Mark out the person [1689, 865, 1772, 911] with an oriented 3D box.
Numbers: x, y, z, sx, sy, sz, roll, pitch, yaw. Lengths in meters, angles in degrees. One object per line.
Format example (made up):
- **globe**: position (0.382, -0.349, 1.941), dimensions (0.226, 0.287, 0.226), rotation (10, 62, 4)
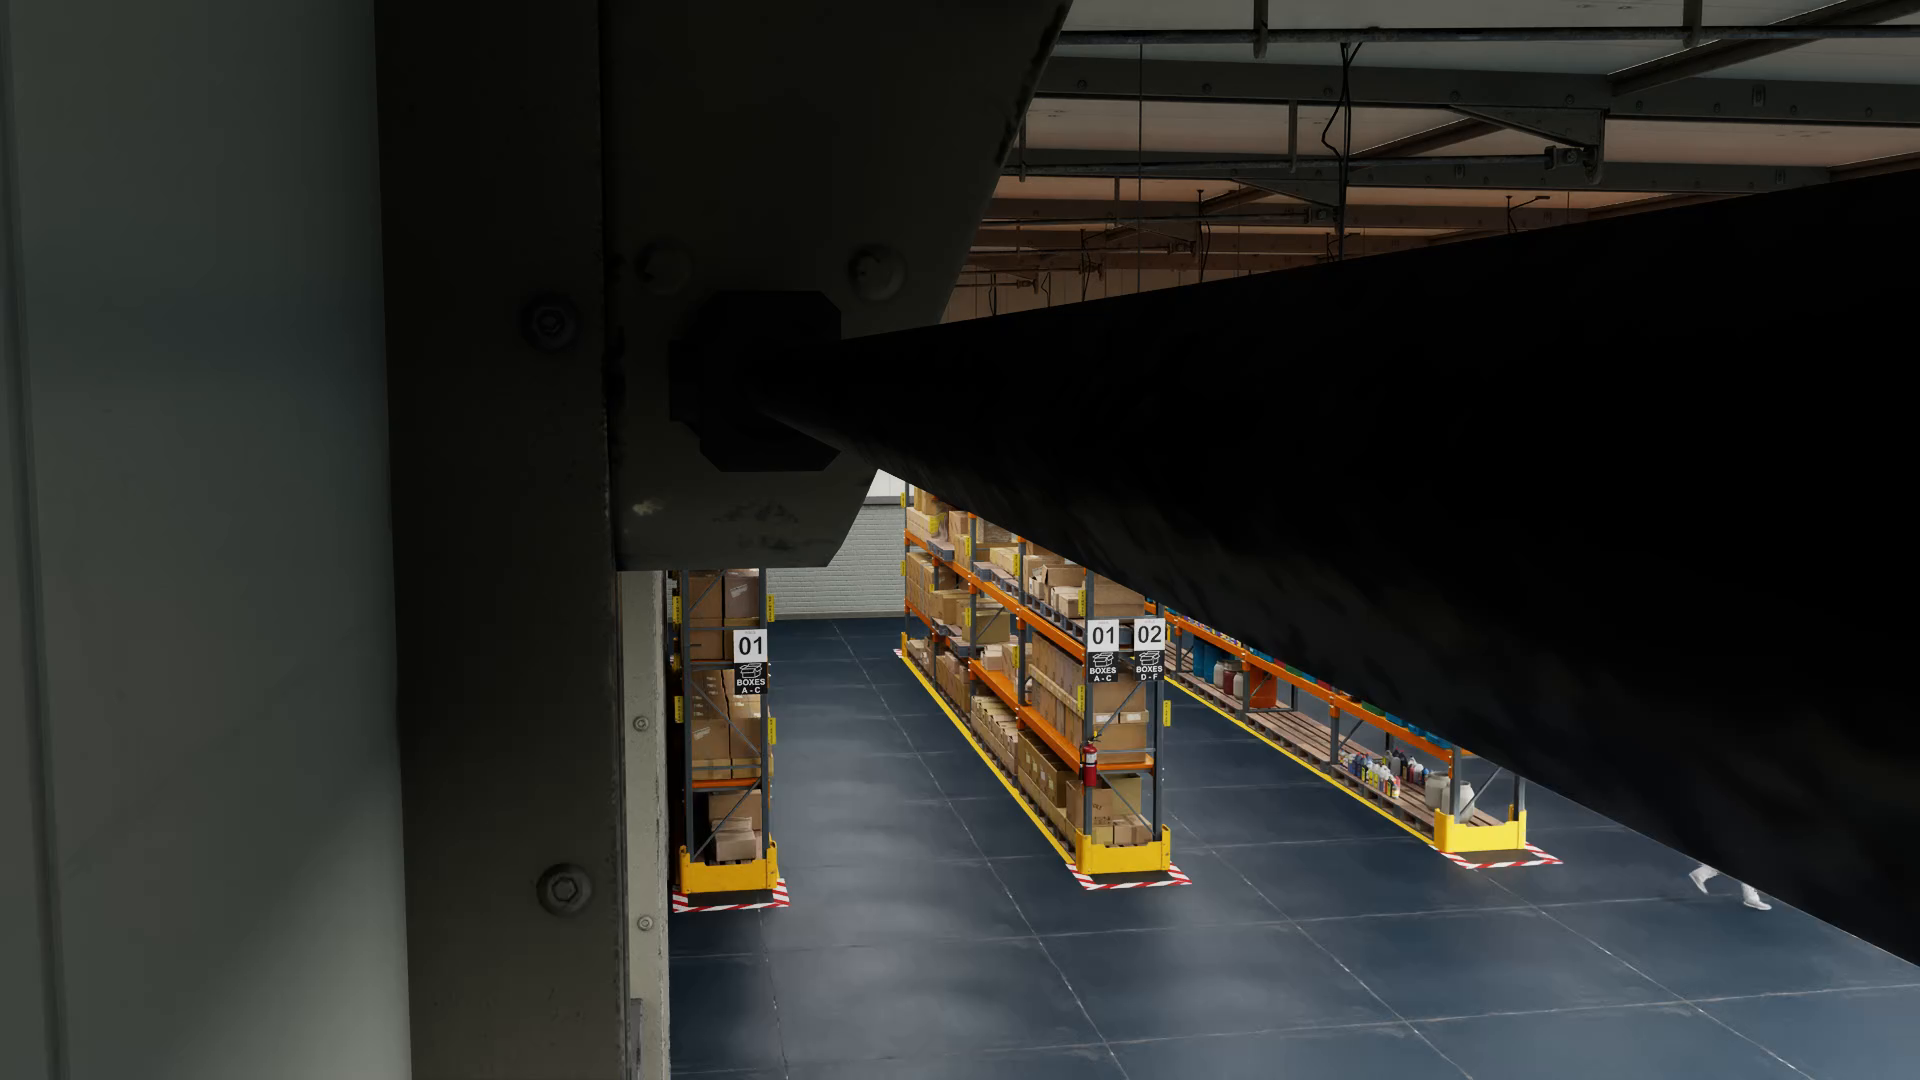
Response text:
- **person**: position (9.093, 3.476, 19.554), dimensions (0.885, 1.658, 0.629), rotation (3, 6, 23)
